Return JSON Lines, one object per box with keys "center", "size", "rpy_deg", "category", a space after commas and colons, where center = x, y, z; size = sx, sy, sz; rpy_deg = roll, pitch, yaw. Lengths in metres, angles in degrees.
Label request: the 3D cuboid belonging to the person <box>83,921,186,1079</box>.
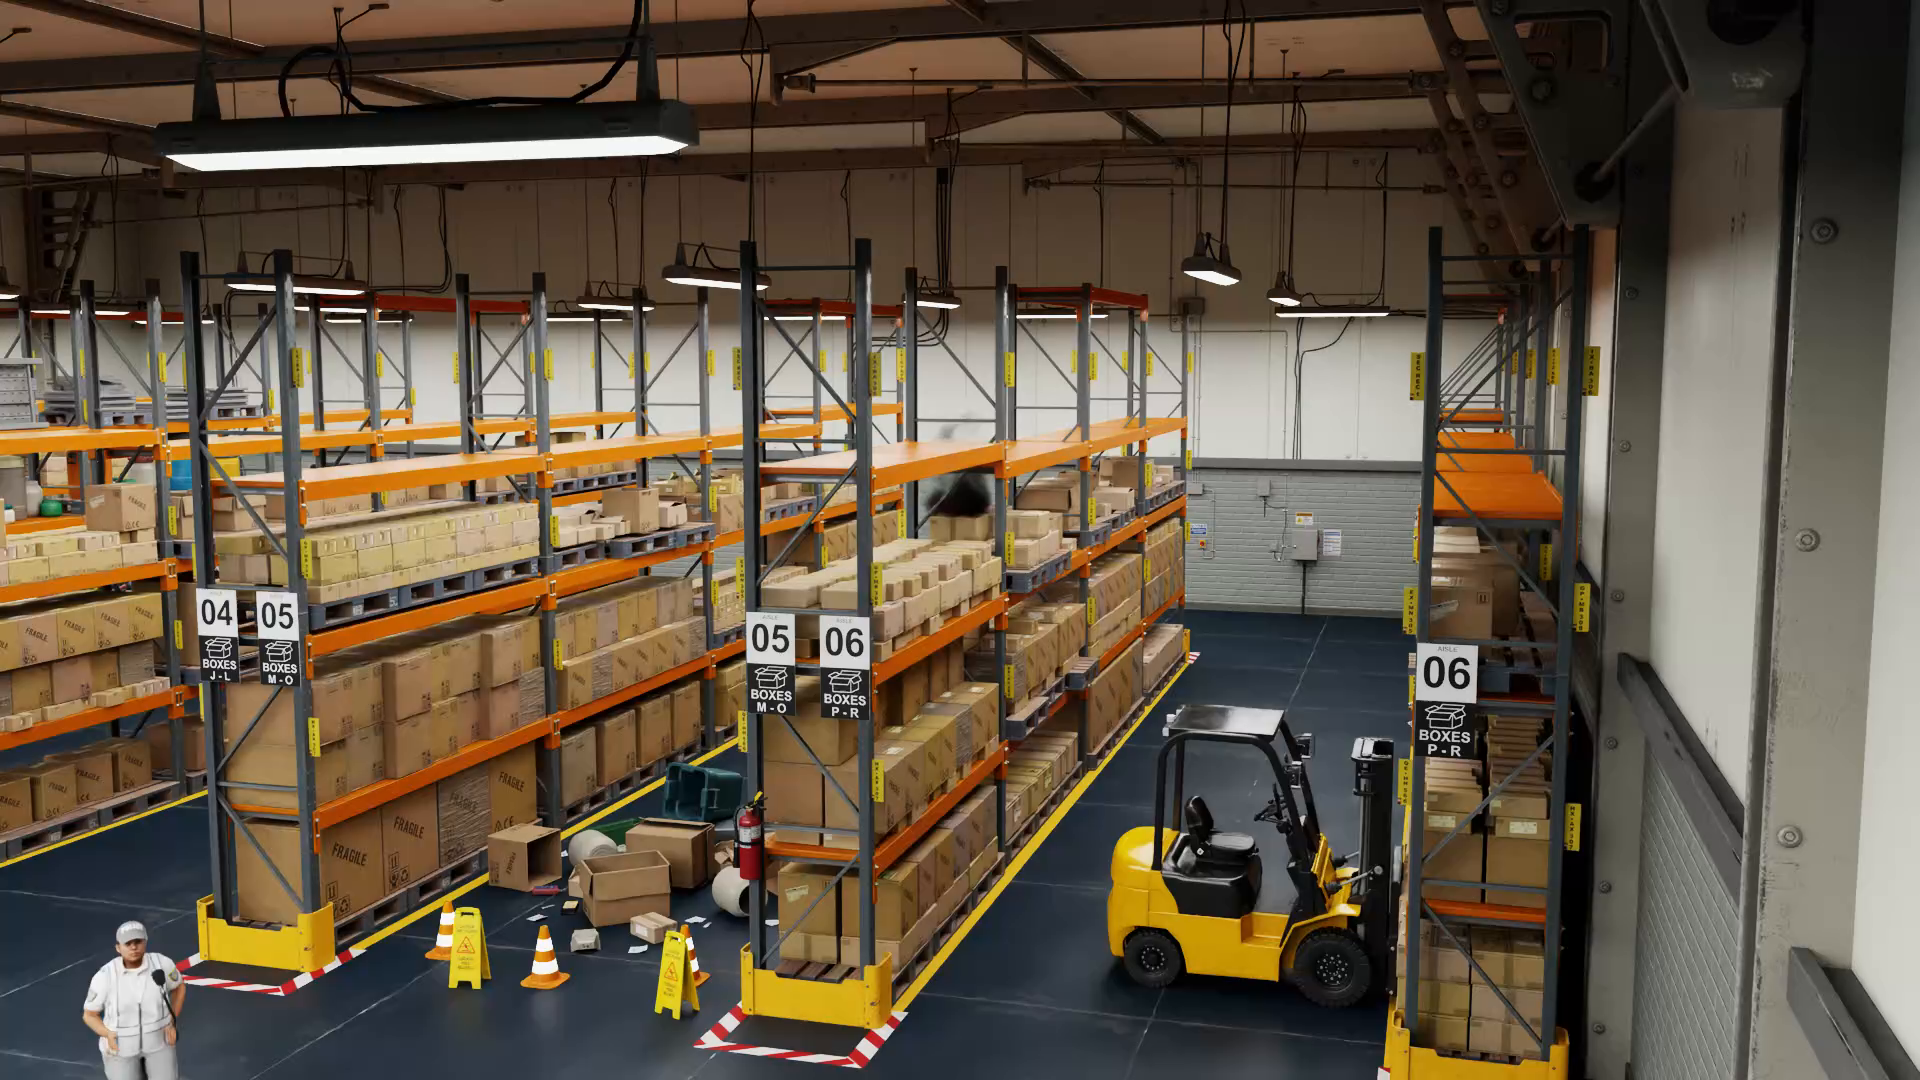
{"center": [-5.154, 3.197, 10.454], "size": [0.601, 1.619, 0.544], "rpy_deg": [-4, 8, -33], "category": "person"}
